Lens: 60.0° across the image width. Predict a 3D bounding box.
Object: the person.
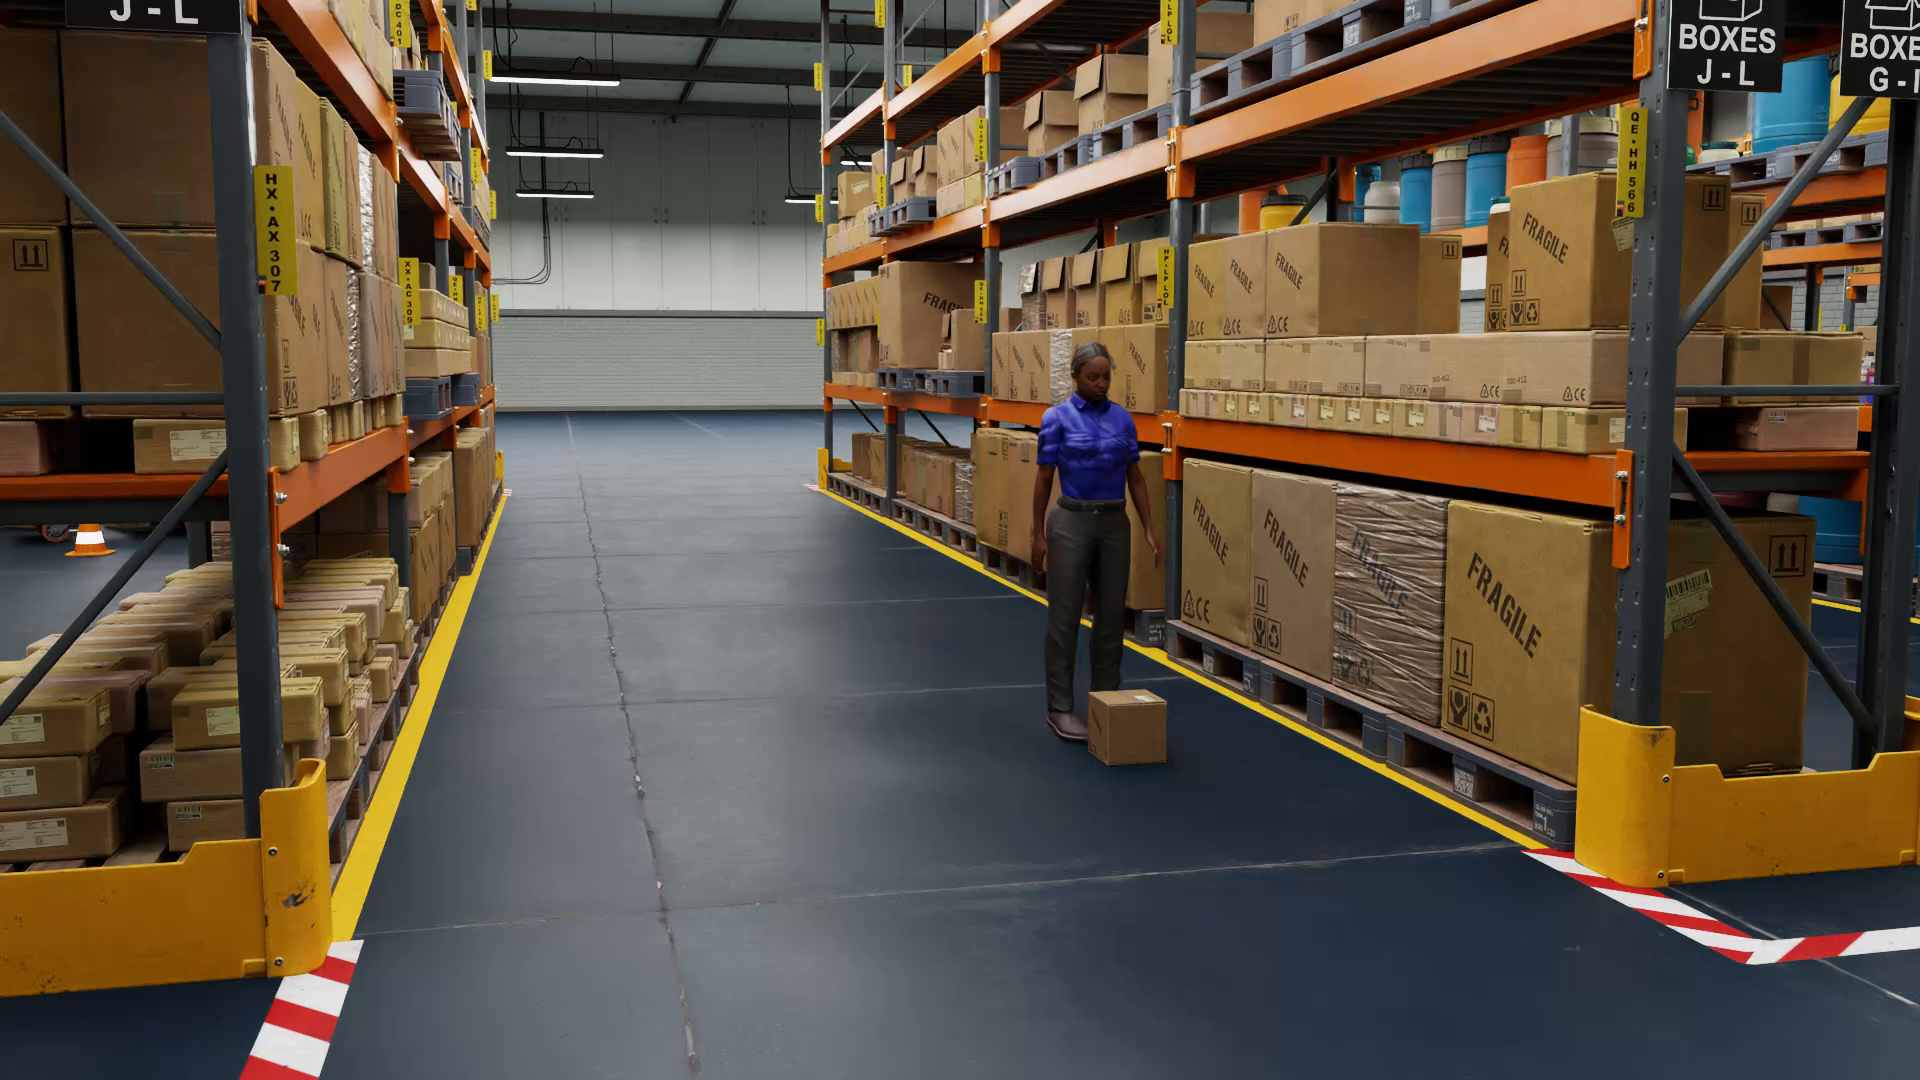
[{"bbox_3d":[0.589,-0.010,7.127,0.525,1.672,0.354,-2,7,-22],"label":"person"}]
